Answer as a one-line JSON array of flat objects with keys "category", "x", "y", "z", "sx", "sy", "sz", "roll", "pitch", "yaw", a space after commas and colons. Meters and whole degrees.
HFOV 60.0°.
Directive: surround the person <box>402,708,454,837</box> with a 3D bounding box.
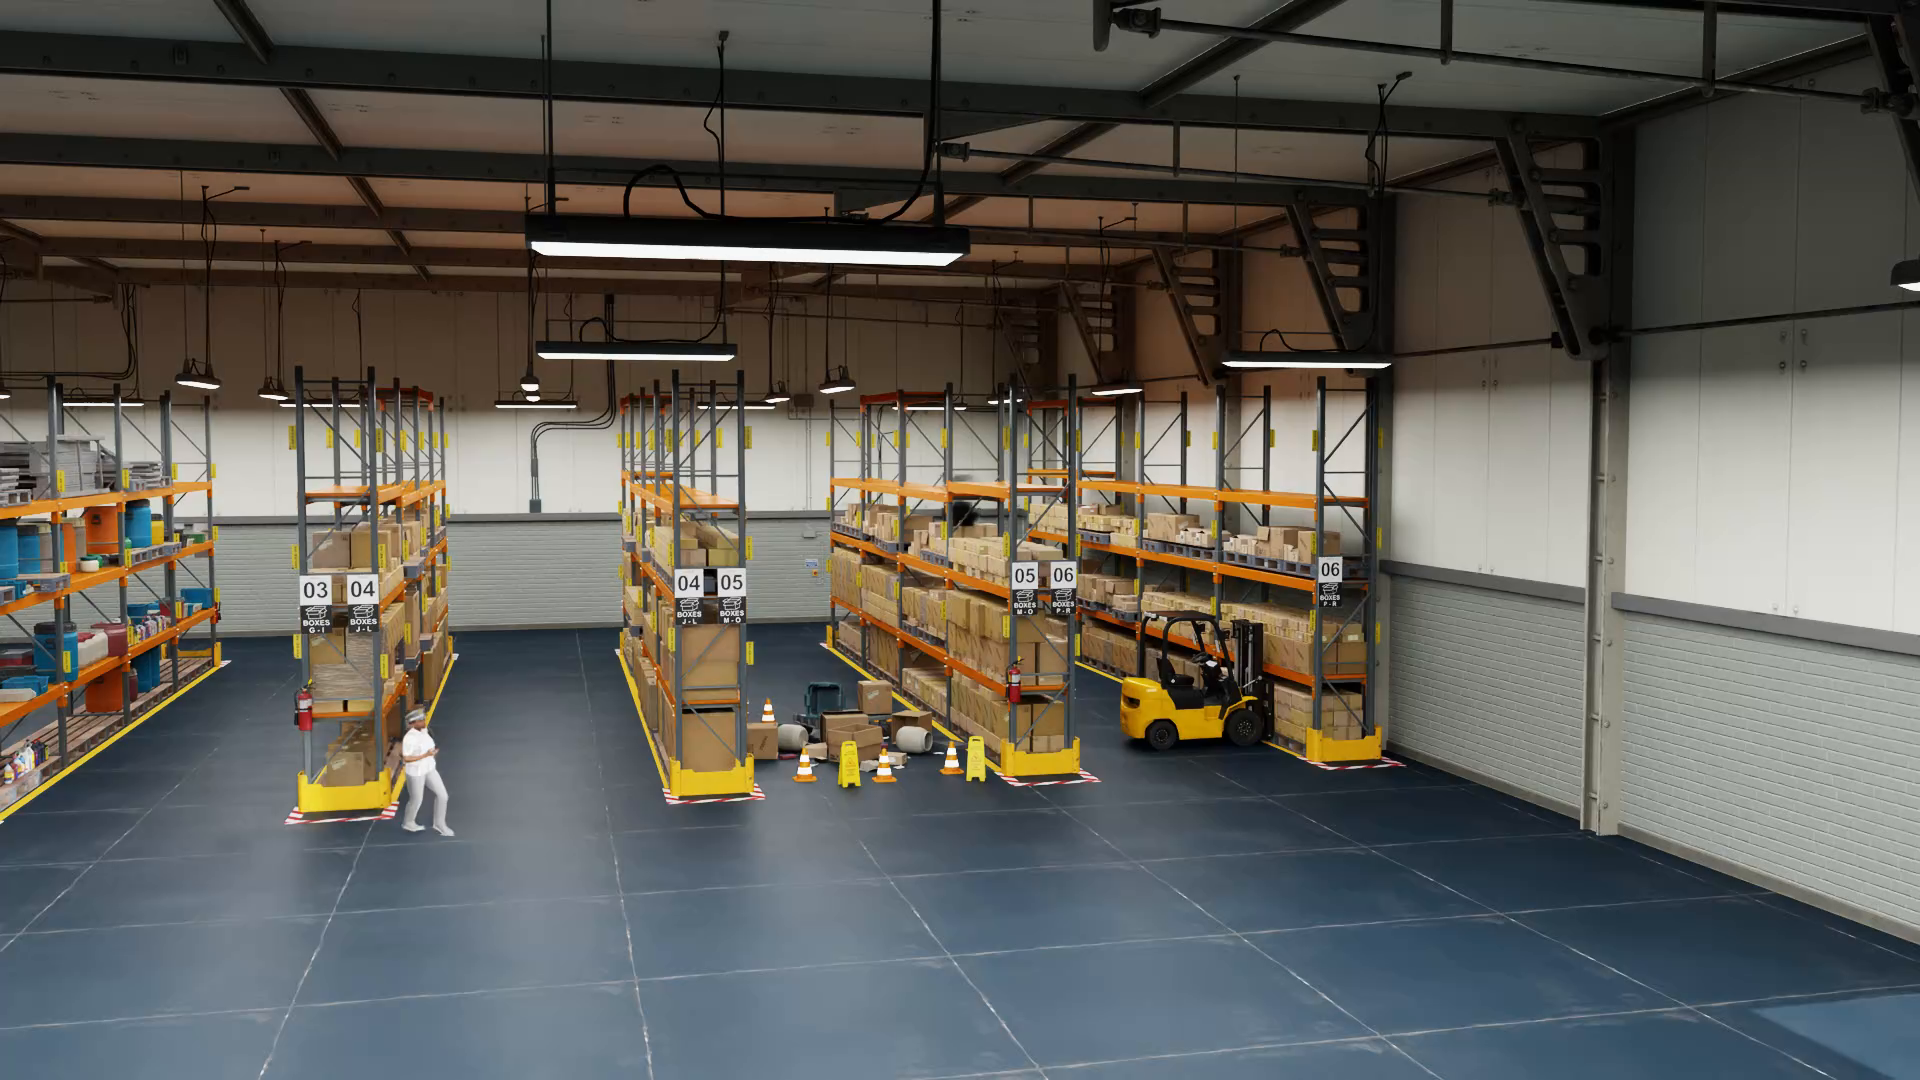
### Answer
[{"category": "person", "x": -6.803, "y": 2.935, "z": 20.886, "sx": 0.718, "sy": 1.699, "sz": 0.664, "roll": 2, "pitch": 4, "yaw": 25}]
